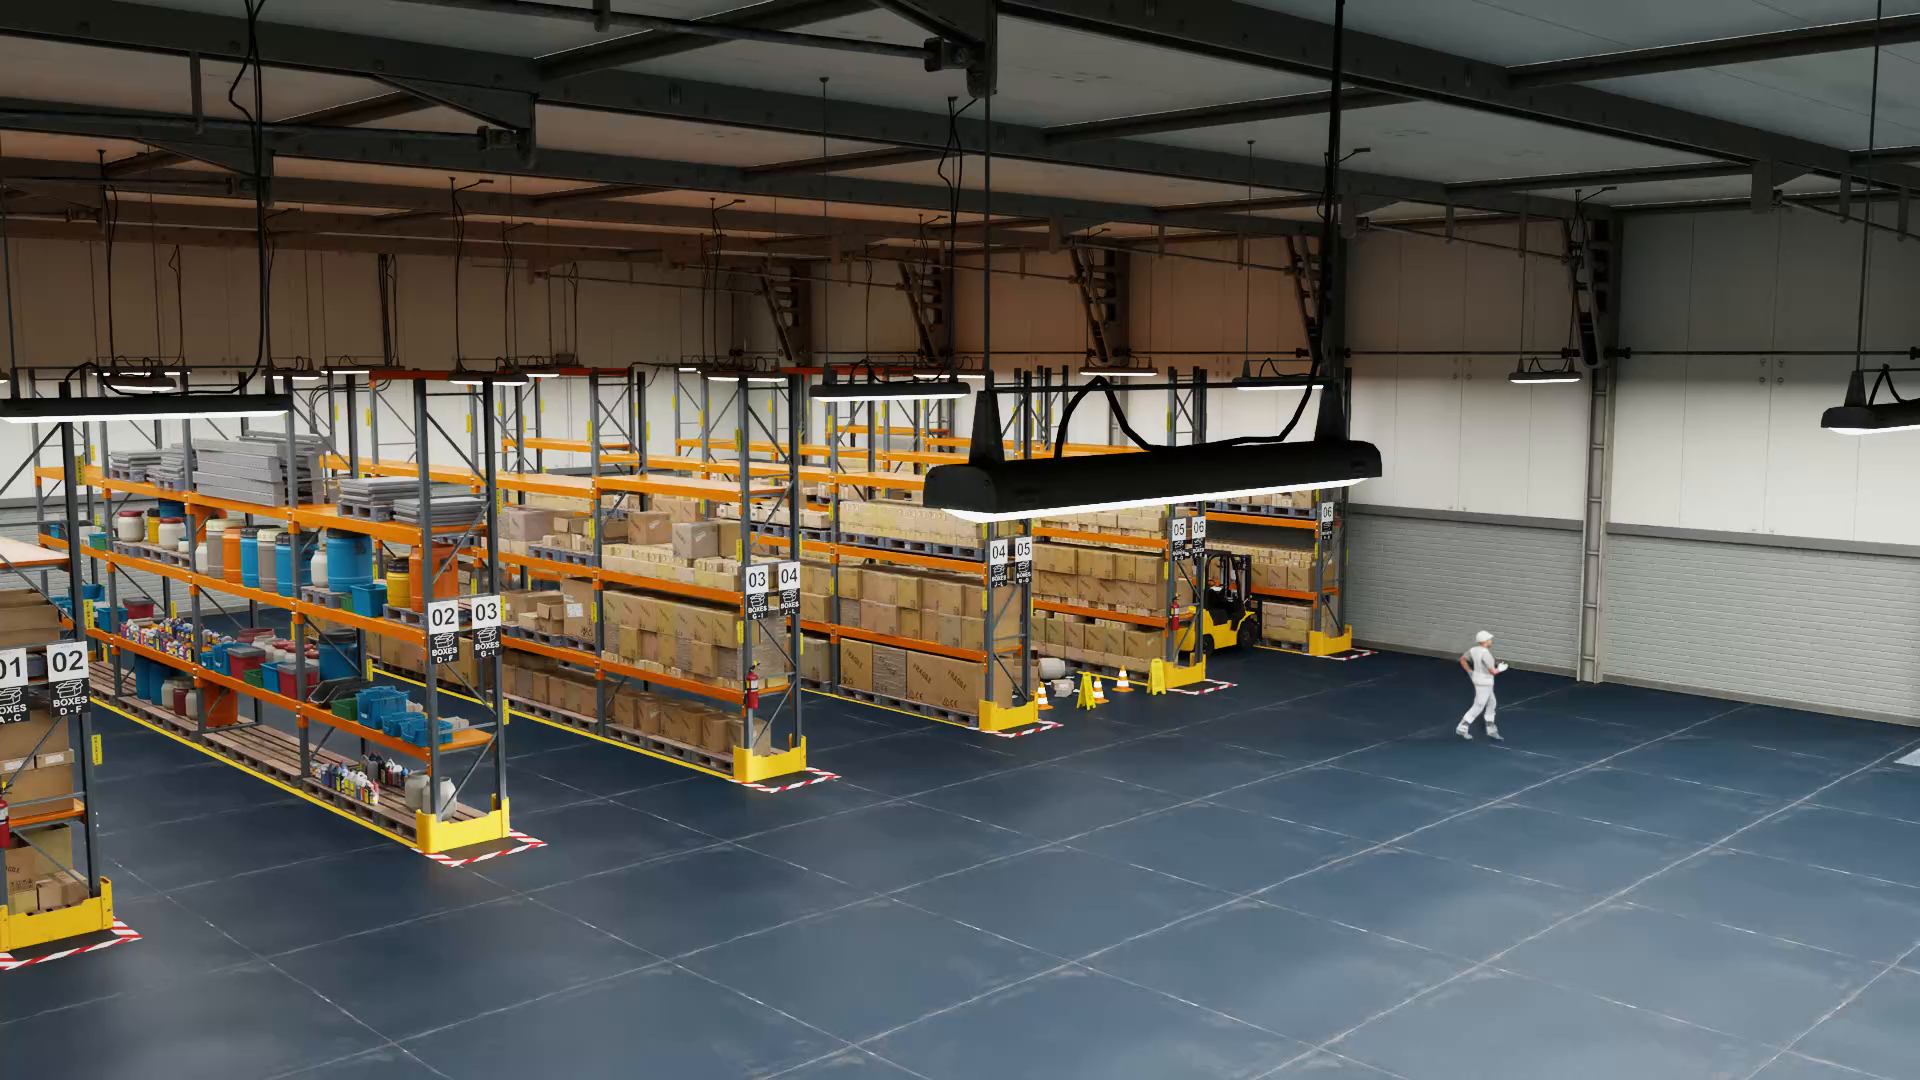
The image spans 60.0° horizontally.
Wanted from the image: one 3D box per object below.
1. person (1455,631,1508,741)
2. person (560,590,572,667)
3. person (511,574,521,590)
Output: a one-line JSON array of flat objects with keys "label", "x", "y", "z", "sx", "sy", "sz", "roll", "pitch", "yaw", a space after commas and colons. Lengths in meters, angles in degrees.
[{"label": "person", "x": 8.472, "y": 2.381, "z": 27.005, "sx": 0.855, "sy": 1.834, "sz": 0.654, "roll": 0, "pitch": 6, "yaw": -1}, {"label": "person", "x": -7.788, "y": 1.797, "z": 32.678, "sx": 0.692, "sy": 1.731, "sz": 0.694, "roll": 6, "pitch": 9, "yaw": 44}, {"label": "person", "x": -10.973, "y": 0.902, "z": 40.942, "sx": 1.024, "sy": 1.618, "sz": 0.731, "roll": 0, "pitch": 6, "yaw": -2}]
